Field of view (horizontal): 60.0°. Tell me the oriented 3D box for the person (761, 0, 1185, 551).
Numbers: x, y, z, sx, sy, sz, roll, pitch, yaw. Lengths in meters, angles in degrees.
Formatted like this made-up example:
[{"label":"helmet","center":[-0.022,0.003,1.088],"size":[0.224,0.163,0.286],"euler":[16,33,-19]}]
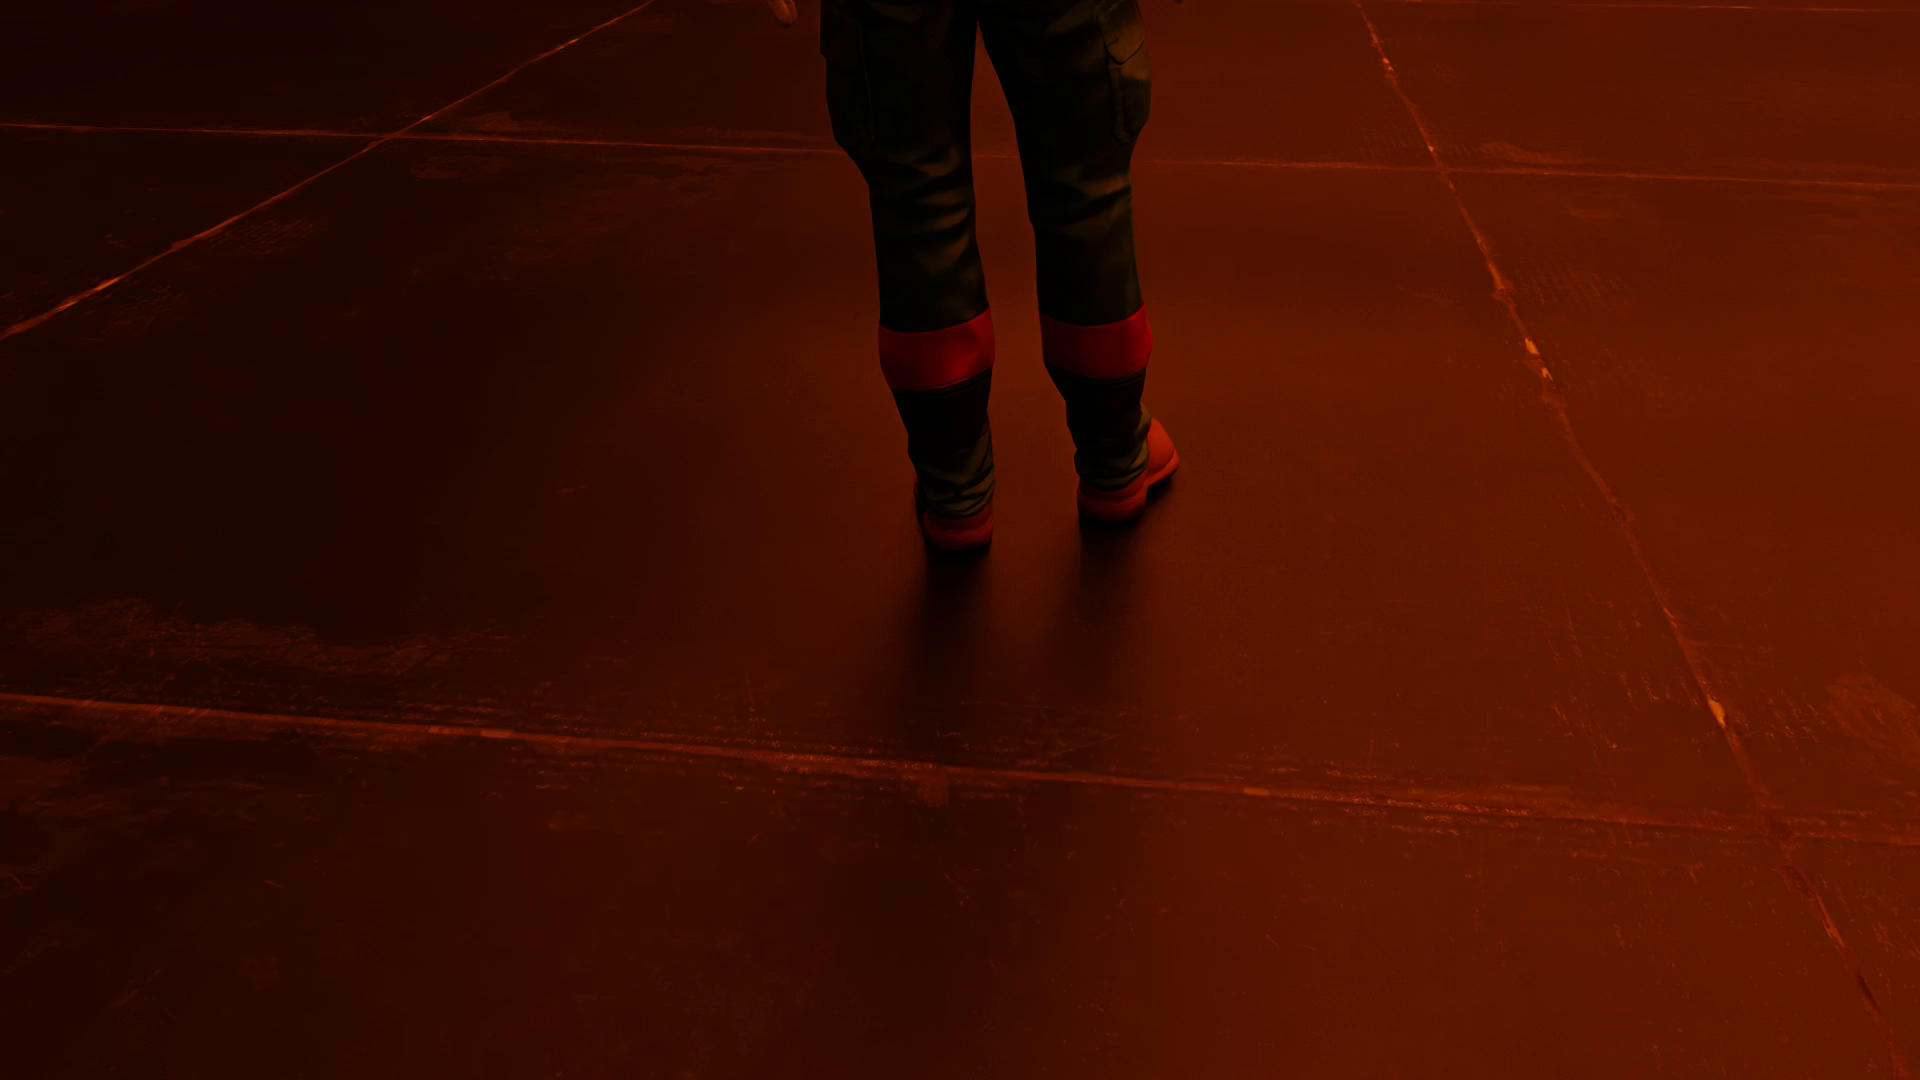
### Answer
[{"label":"person","center":[0.023,-0.842,2.168],"size":[0.637,1.790,0.562],"euler":[3,27,7]}]
